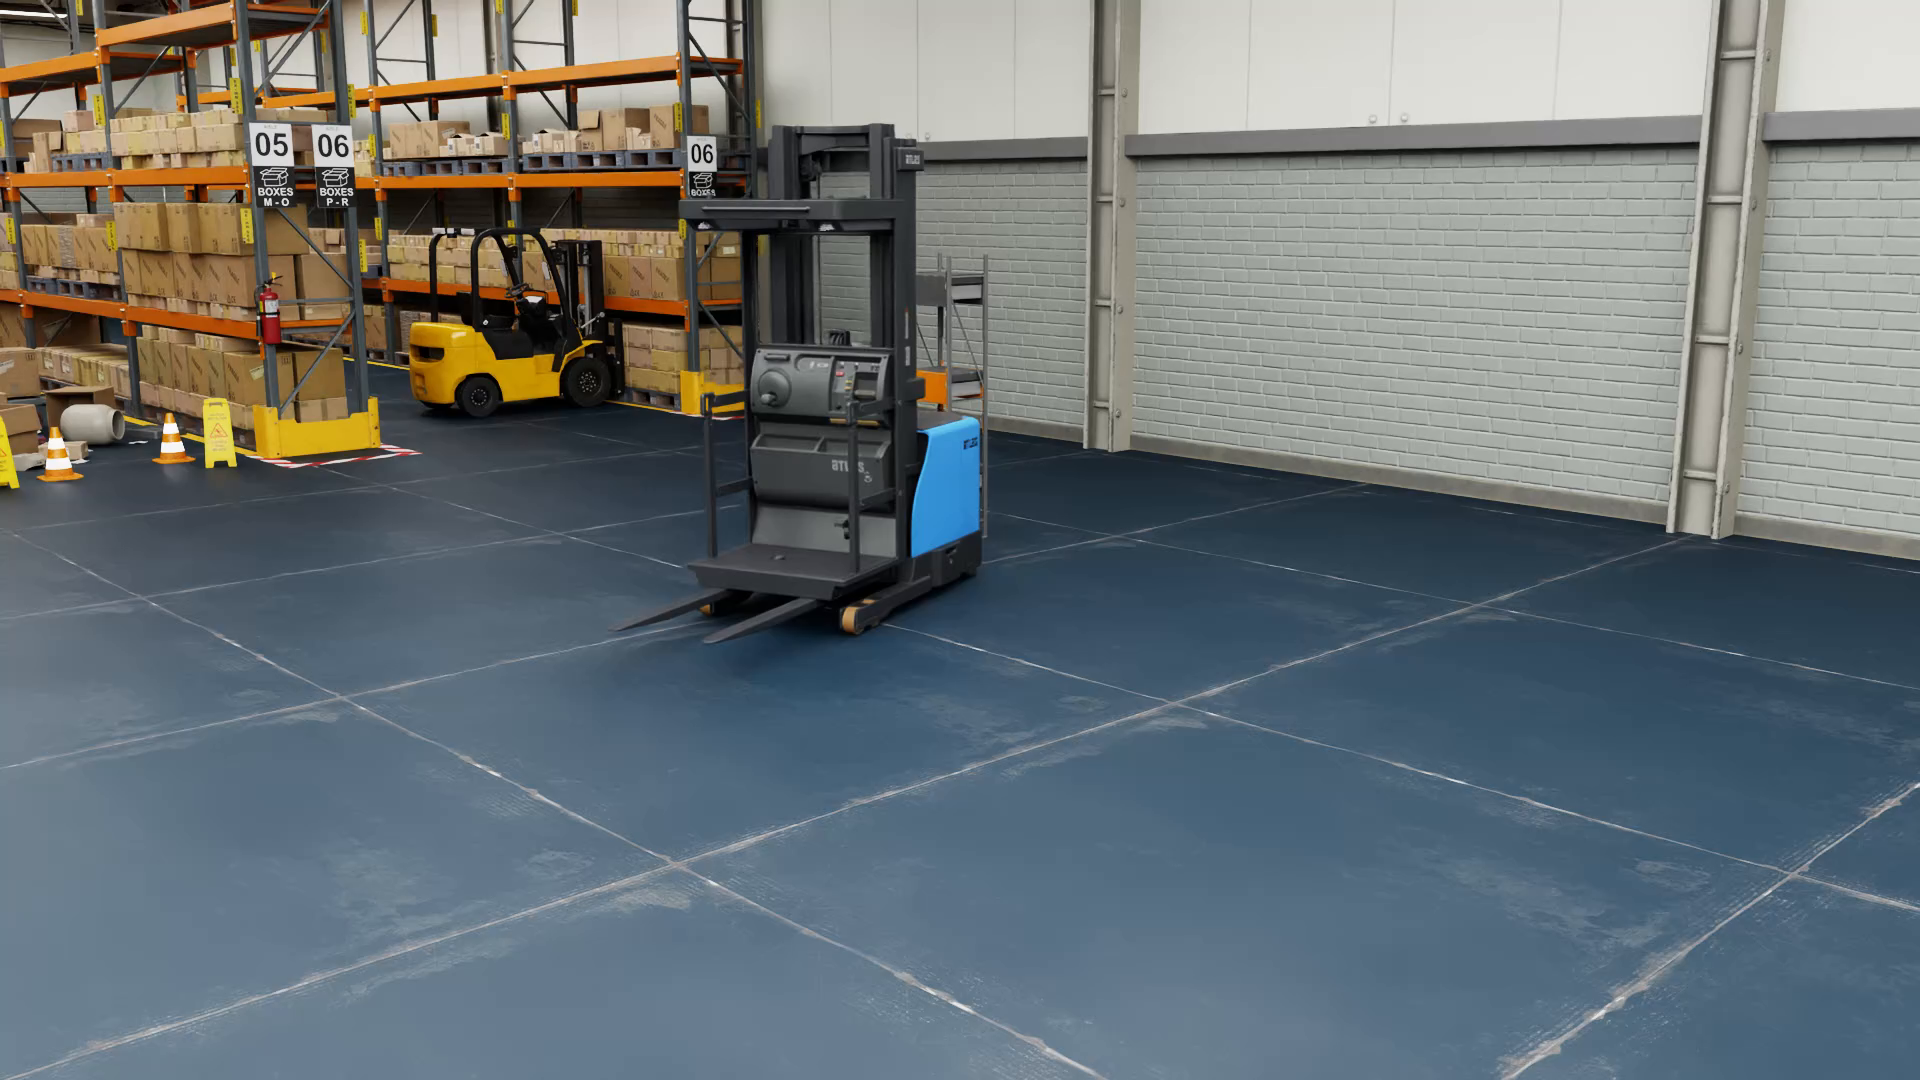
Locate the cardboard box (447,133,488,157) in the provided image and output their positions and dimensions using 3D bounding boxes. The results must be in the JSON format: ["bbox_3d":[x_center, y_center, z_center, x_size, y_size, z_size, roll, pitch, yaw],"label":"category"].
[{"bbox_3d":[-6.784,-5.496,23.153,0.500,0.311,0.500,11,16,43],"label":"cardboard box"}]

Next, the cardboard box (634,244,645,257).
[{"bbox_3d":[-3.753,-3.544,20.324,0.380,0.149,0.250,-11,16,-43],"label":"cardboard box"}]

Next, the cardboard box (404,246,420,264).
[{"bbox_3d":[-7.865,-4.215,24.571,0.500,0.250,0.500,-10,15,-41],"label":"cardboard box"}]

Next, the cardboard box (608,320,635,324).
[{"bbox_3d":[-4.416,-2.642,21.096,0.500,0.250,0.500,-11,16,-44],"label":"cardboard box"}]

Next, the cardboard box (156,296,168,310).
[{"bbox_3d":[-8.616,-2.621,18.323,0.380,0.149,0.250,-10,15,-41],"label":"cardboard box"}]

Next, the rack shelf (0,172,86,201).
[{"bbox_3d":[-13.308,-4.932,23.268,1.077,0.370,4.000,-11,16,-43],"label":"rack shelf"}]

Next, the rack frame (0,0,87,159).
[{"bbox_3d":[-11.927,-6.462,21.476,1.000,3.000,0.127,-11,16,-43],"label":"rack frame"}]

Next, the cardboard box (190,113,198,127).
[{"bbox_3d":[-7.653,-4.301,17.069,0.250,0.149,0.380,11,16,44],"label":"cardboard box"}]

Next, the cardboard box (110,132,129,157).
[{"bbox_3d":[-9.059,-4.379,18.433,0.500,0.250,0.500,-11,16,-44],"label":"cardboard box"}]

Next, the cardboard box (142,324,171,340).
[{"bbox_3d":[-8.910,-2.334,18.612,0.380,0.149,0.250,-11,16,-42],"label":"cardboard box"}]

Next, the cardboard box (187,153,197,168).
[{"bbox_3d":[-7.715,-3.906,17.126,0.250,0.149,0.380,11,16,44],"label":"cardboard box"}]

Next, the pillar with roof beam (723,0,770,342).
[{"bbox_3d":[-5.758,-5.614,17.360,9.100,9.000,0.400,-11,16,-43],"label":"pillar with roof beam"}]

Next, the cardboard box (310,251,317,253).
[{"bbox_3d":[-6.889,-2.734,17.262,0.500,0.500,0.500,-10,15,-41],"label":"cardboard box"}]

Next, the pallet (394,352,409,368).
[{"bbox_3d":[-7.799,-2.725,25.113,1.003,0.211,1.213,-11,16,-43],"label":"pallet"}]

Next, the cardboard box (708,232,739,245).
[{"bbox_3d":[-2.893,-3.640,20.051,0.380,0.149,0.250,-11,16,-44],"label":"cardboard box"}]

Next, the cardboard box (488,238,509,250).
[{"bbox_3d":[-6.296,-4.096,23.003,0.380,0.149,0.250,-11,16,-43],"label":"cardboard box"}]

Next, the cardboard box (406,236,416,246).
[{"bbox_3d":[-7.951,-4.422,24.588,0.380,0.149,0.250,-10,16,-41],"label":"cardboard box"}]

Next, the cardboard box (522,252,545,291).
[{"bbox_3d":[-5.460,-3.580,22.107,0.500,0.500,0.500,11,16,44],"label":"cardboard box"}]

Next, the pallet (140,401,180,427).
[{"bbox_3d":[-8.675,-1.481,19.077,1.003,0.211,1.213,-11,16,-43],"label":"pallet"}]

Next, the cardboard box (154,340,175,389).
[{"bbox_3d":[-8.574,-1.966,18.435,0.500,0.500,0.500,-10,15,-40],"label":"cardboard box"}]

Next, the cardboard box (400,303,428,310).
[{"bbox_3d":[-8.639,-3.677,26.372,0.380,0.149,0.250,-10,15,-41],"label":"cardboard box"}]

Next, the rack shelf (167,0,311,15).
[{"bbox_3d":[-12.483,-9.305,28.823,1.077,0.370,4.000,-11,16,-43],"label":"rack shelf"}]

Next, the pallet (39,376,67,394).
[{"bbox_3d":[-11.389,-2.044,21.808,1.003,0.211,1.213,-11,16,-43],"label":"pallet"}]

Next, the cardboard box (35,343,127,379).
[{"bbox_3d":[-11.544,-2.358,21.897,0.625,0.372,0.950,10,16,41],"label":"cardboard box"}]

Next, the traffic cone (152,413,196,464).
[{"bbox_3d":[-7.632,-0.997,16.102,0.336,0.463,0.334,-11,16,-43],"label":"traffic cone"}]

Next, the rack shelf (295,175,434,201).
[{"bbox_3d":[-9.721,-5.625,26.628,1.077,0.370,4.000,-11,16,-43],"label":"rack shelf"}]

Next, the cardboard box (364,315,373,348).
[{"bbox_3d":[-9.125,-3.304,26.167,0.500,0.500,0.500,-11,16,-43],"label":"cardboard box"}]

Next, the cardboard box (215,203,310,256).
[{"bbox_3d":[-6.913,-3.085,16.487,0.500,0.500,0.700,11,16,44],"label":"cardboard box"}]

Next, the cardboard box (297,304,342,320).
[{"bbox_3d":[-6.487,-2.312,16.820,0.380,0.149,0.250,-11,16,-42],"label":"cardboard box"}]

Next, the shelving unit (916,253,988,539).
[{"bbox_3d":[-0.114,-1.053,12.317,0.431,2.100,0.503,-11,16,-43],"label":"shelving unit"}]

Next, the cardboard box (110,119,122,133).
[{"bbox_3d":[-9.183,-4.585,18.446,0.380,0.149,0.250,-11,16,-44],"label":"cardboard box"}]

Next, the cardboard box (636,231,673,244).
[{"bbox_3d":[-3.726,-3.696,20.327,0.380,0.149,0.250,-11,16,-42],"label":"cardboard box"}]

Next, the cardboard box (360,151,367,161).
[{"bbox_3d":[-8.924,-5.866,25.398,0.250,0.149,0.380,11,16,44],"label":"cardboard box"}]

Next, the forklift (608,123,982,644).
[{"bbox_3d":[-0.947,-0.984,9.923,1.130,2.935,3.031,6,13,25],"label":"forklift"}]

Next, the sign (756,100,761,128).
[{"bbox_3d":[-2.410,-5.061,19.746,0.100,0.325,0.005,-11,16,-43],"label":"sign"}]

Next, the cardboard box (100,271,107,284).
[{"bbox_3d":[-9.889,-3.100,19.607,0.250,0.149,0.380,11,16,43],"label":"cardboard box"}]

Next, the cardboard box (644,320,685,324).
[{"bbox_3d":[-3.695,-2.640,21.090,0.500,0.250,0.500,-11,16,-43],"label":"cardboard box"}]

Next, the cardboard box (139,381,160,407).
[{"bbox_3d":[-8.953,-1.675,18.882,0.500,0.250,0.500,11,16,43],"label":"cardboard box"}]

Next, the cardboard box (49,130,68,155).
[{"bbox_3d":[-10.853,-4.825,20.707,0.797,0.503,0.637,-11,16,-43],"label":"cardboard box"}]

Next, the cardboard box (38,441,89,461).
[{"bbox_3d":[-8.768,-0.870,16.263,0.380,0.149,0.250,-3,12,-13],"label":"cardboard box"}]

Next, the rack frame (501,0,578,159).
[{"bbox_3d":[-5.577,-6.570,22.002,1.000,3.000,0.127,-11,16,-43],"label":"rack frame"}]

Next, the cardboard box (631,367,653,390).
[{"bbox_3d":[-3.705,-2.006,20.487,0.500,0.250,0.500,-11,16,-43],"label":"cardboard box"}]

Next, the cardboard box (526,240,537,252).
[{"bbox_3d":[-5.548,-3.916,22.128,0.380,0.149,0.250,-11,16,-43],"label":"cardboard box"}]

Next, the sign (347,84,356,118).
[{"bbox_3d":[-6.010,-4.329,16.390,0.100,0.325,0.005,-11,16,-43],"label":"sign"}]

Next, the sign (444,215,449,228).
[{"bbox_3d":[-7.941,-4.861,25.702,0.100,0.325,0.005,-11,16,-43],"label":"sign"}]

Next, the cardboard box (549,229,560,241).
[{"bbox_3d":[-5.143,-3.995,21.777,0.380,0.149,0.250,-11,16,-44],"label":"cardboard box"}]

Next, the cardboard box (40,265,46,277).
[{"bbox_3d":[-11.511,-3.441,21.260,0.250,0.149,0.380,10,16,41],"label":"cardboard box"}]

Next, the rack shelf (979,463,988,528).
[{"bbox_3d":[-0.114,-0.354,12.461,0.431,0.518,0.480,-11,16,-43],"label":"rack shelf"}]

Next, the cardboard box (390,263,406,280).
[{"bbox_3d":[-8.210,-4.044,24.977,0.500,0.250,0.500,-11,16,-42],"label":"cardboard box"}]

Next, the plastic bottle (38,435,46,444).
[{"bbox_3d":[-9.630,-1.051,17.361,0.133,0.061,0.283,-8,14,-33],"label":"plastic bottle"}]

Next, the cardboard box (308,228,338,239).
[{"bbox_3d":[-10.572,-4.877,27.361,0.700,0.500,0.500,-11,16,-42],"label":"cardboard box"}]

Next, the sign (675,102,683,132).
[{"bbox_3d":[-3.217,-4.839,19.033,0.100,0.325,0.005,-11,16,-43],"label":"sign"}]

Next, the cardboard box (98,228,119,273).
[{"bbox_3d":[-9.650,-3.376,19.337,0.500,0.500,0.500,-11,16,-44],"label":"cardboard box"}]

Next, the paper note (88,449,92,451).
[{"bbox_3d":[-8.792,-0.906,16.784,0.032,0.001,0.123,-11,16,-43],"label":"paper note"}]

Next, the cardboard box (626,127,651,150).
[{"bbox_3d":[-3.782,-4.822,19.994,0.396,0.266,0.258,-11,16,-42],"label":"cardboard box"}]
